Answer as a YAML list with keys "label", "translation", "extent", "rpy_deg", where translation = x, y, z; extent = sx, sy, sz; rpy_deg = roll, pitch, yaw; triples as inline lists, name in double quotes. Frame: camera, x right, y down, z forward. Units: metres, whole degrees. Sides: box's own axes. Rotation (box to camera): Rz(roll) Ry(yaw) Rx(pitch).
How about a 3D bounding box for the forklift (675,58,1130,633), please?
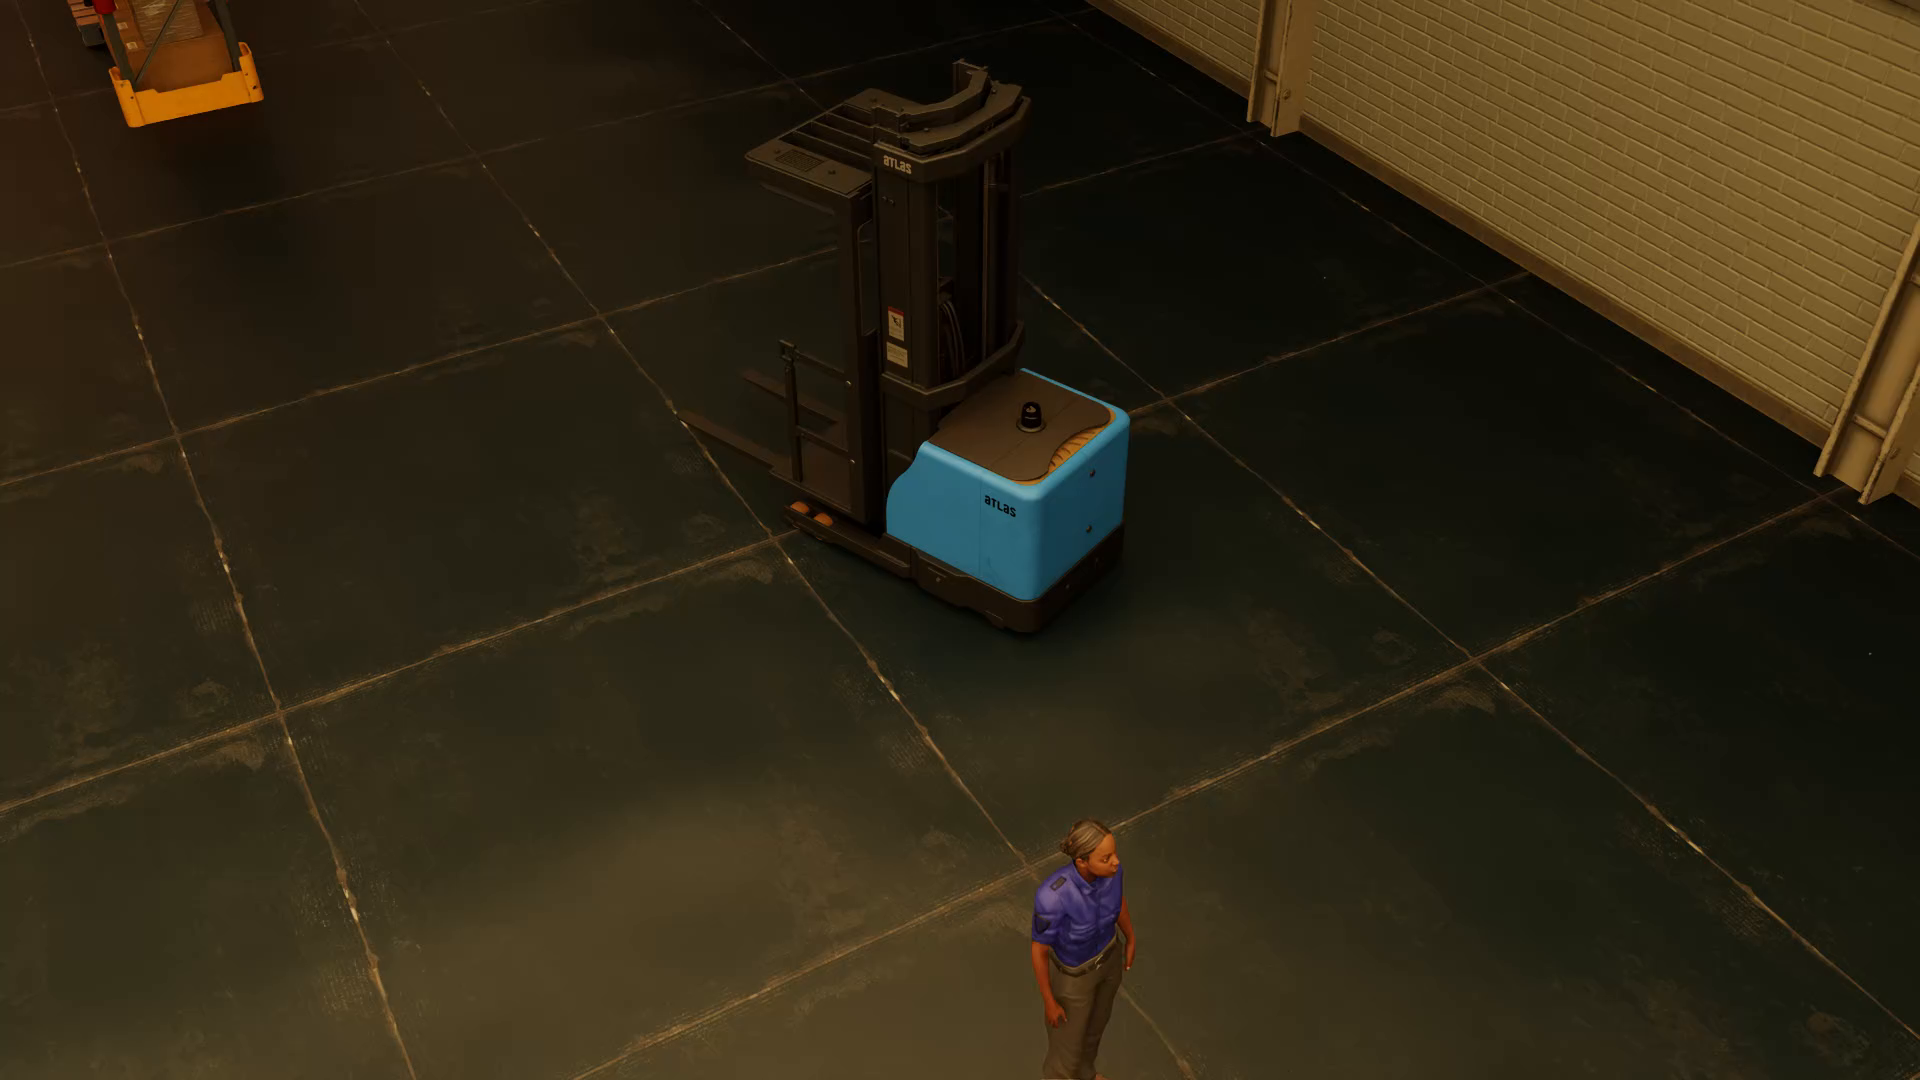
- label: "forklift"
  translation: [-0.481, -1.366, 9.683]
  extent: [3.031, 2.935, 1.130]
  rpy_deg: [26, 46, 28]

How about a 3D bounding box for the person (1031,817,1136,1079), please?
- label: "person"
  translation: [0.558, 1.819, 6.832]
  extent: [0.570, 1.654, 0.504]
  rpy_deg: [-32, 49, -32]
